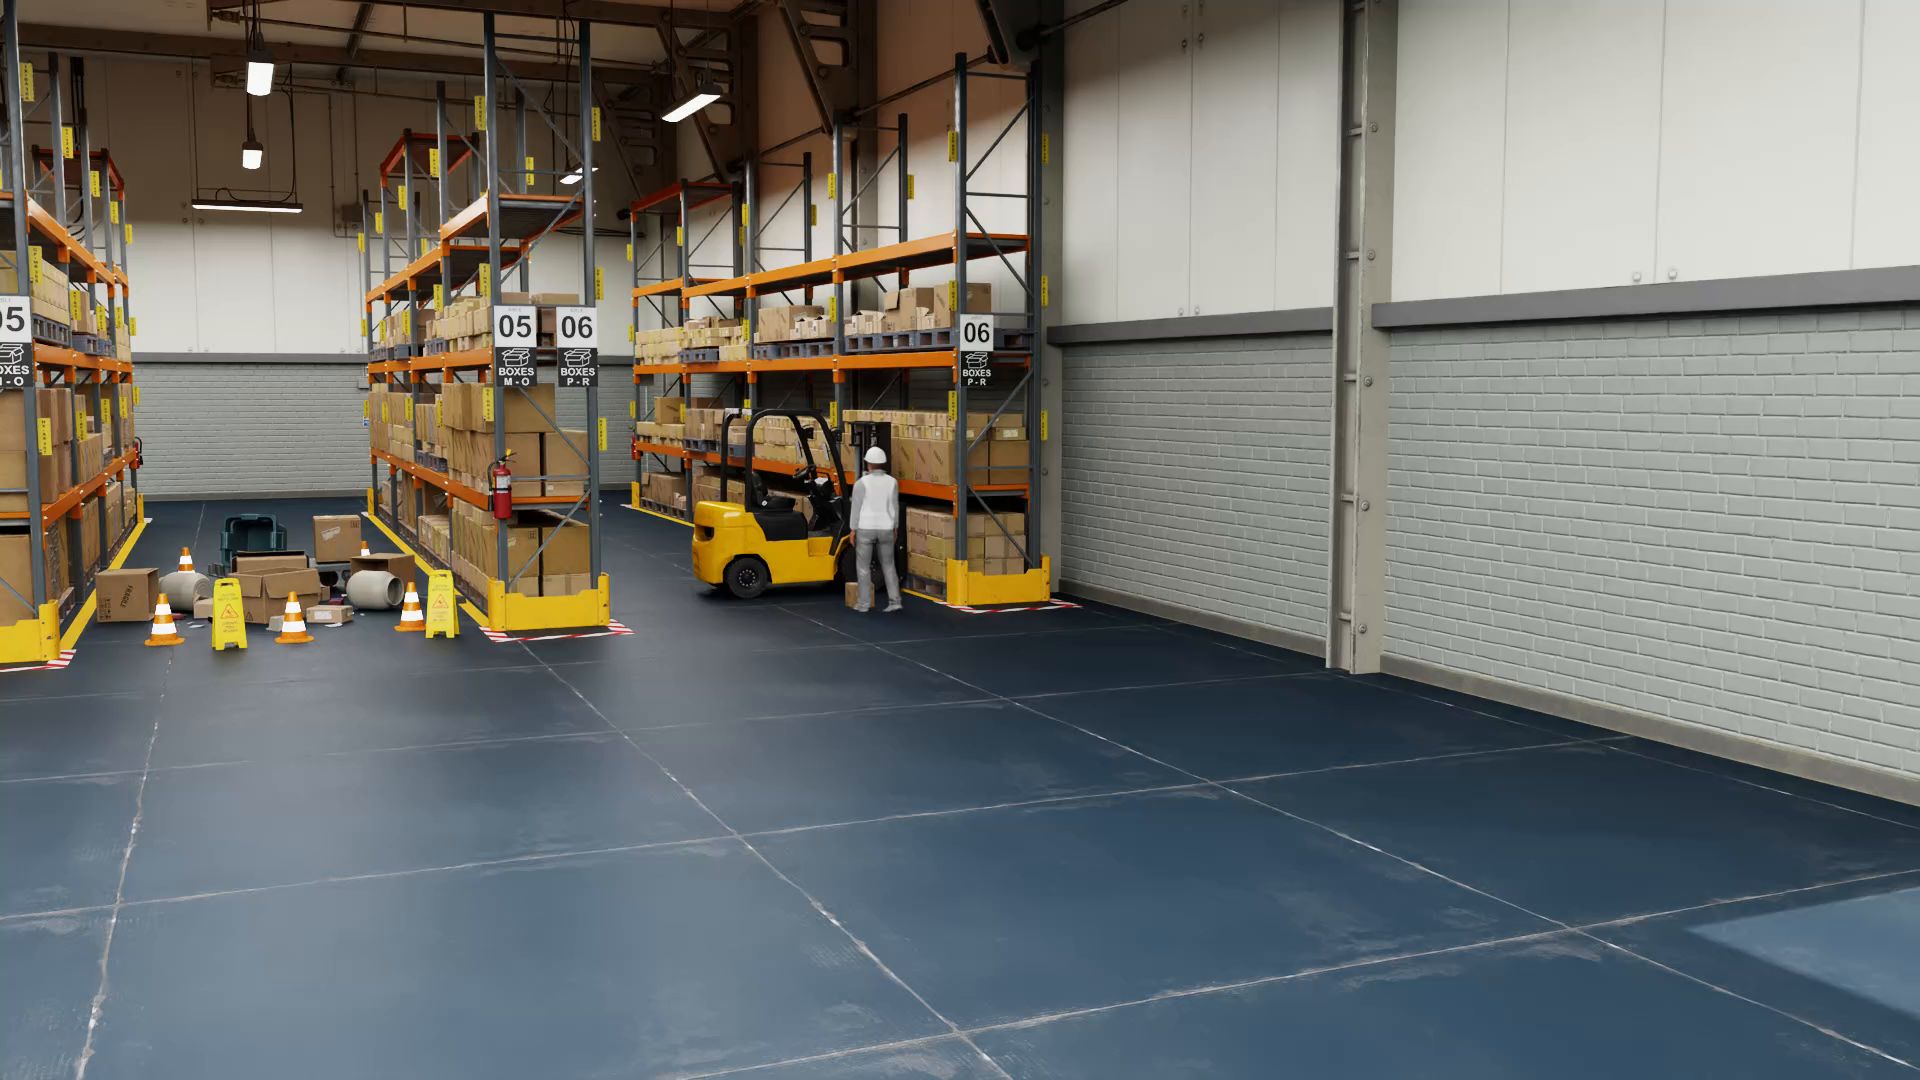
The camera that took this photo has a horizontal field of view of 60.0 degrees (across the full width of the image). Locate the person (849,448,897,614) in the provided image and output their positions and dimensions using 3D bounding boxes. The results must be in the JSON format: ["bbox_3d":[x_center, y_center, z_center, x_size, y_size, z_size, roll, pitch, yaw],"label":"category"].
[{"bbox_3d":[-0.937,-0.101,17.787,0.535,1.766,0.363,-2,6,-23],"label":"person"}]
